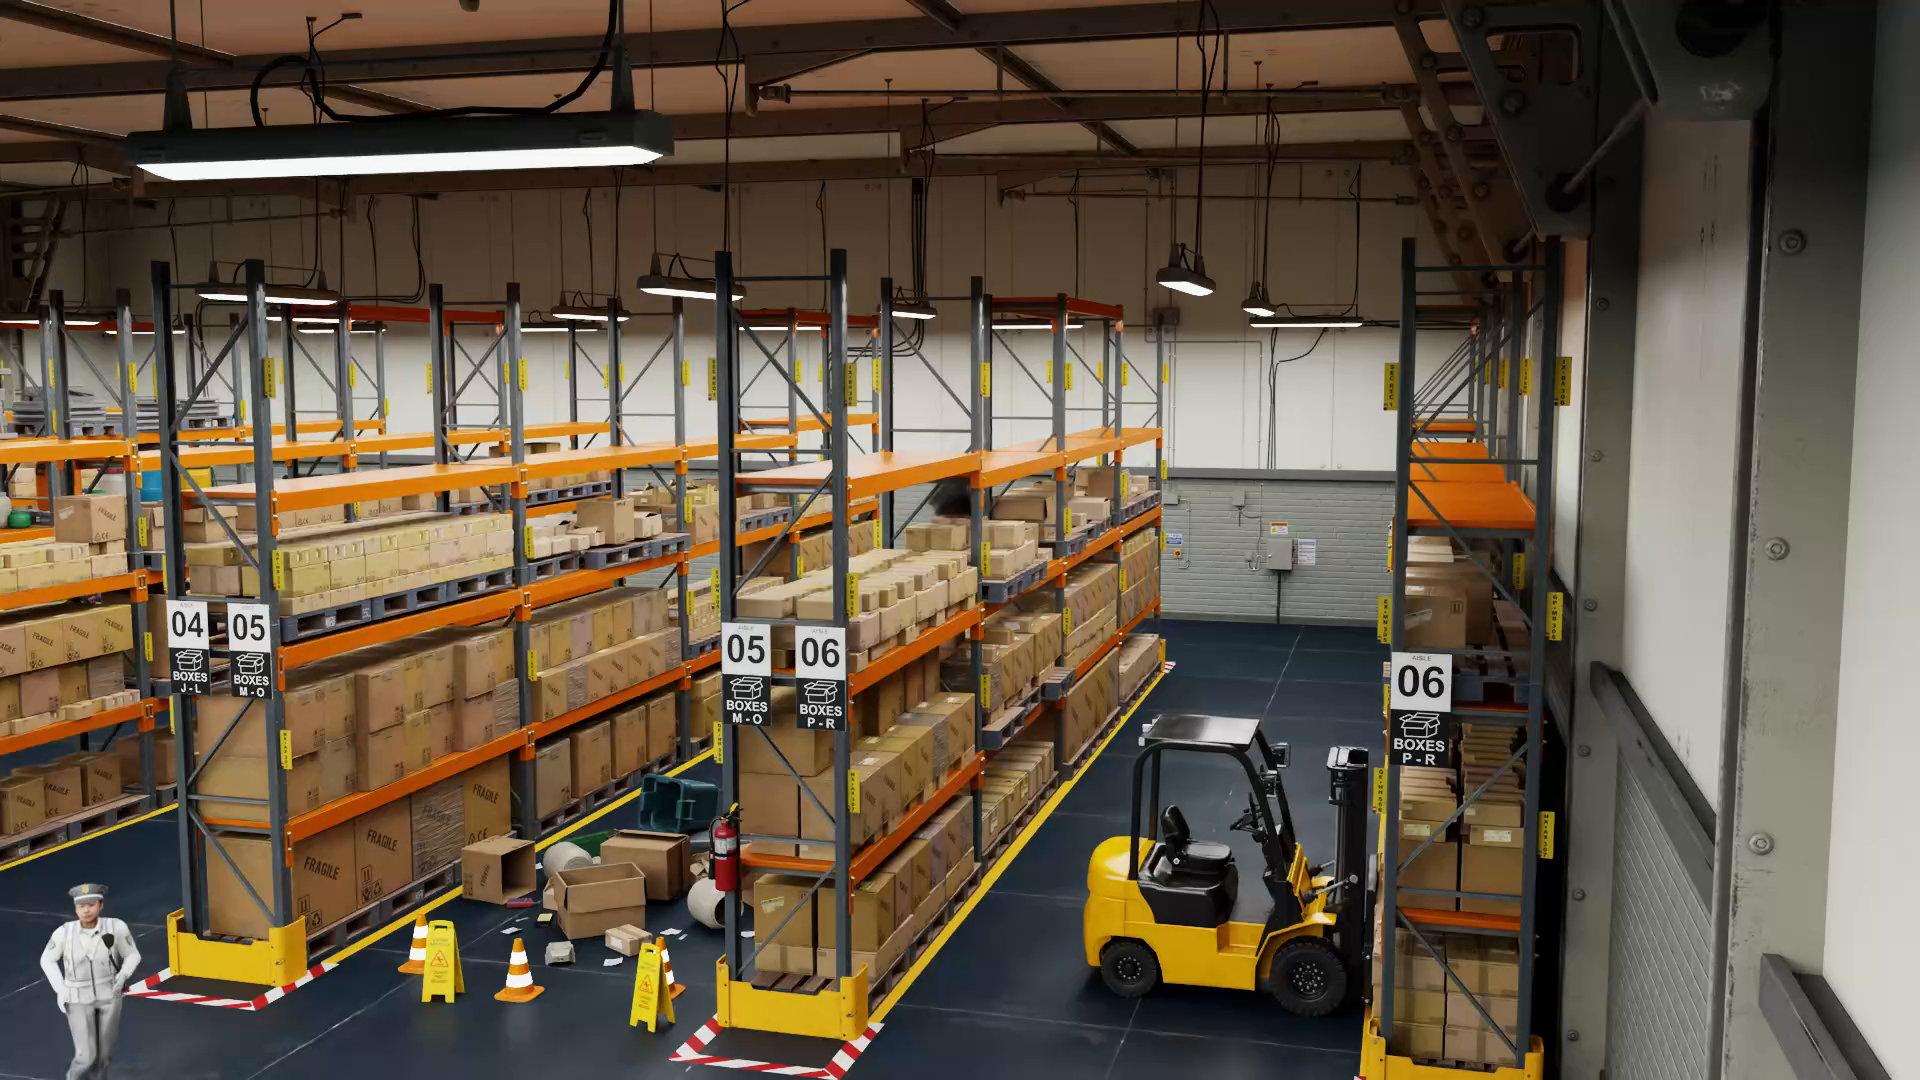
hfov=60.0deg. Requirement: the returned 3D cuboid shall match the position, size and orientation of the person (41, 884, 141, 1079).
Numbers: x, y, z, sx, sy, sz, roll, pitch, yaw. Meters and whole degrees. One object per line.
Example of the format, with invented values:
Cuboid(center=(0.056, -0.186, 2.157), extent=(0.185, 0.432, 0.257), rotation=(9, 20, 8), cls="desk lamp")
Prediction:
Cuboid(center=(-5.883, 3.144, 11.320), extent=(0.598, 1.666, 0.540), rotation=(-4, 7, -33), cls="person")
